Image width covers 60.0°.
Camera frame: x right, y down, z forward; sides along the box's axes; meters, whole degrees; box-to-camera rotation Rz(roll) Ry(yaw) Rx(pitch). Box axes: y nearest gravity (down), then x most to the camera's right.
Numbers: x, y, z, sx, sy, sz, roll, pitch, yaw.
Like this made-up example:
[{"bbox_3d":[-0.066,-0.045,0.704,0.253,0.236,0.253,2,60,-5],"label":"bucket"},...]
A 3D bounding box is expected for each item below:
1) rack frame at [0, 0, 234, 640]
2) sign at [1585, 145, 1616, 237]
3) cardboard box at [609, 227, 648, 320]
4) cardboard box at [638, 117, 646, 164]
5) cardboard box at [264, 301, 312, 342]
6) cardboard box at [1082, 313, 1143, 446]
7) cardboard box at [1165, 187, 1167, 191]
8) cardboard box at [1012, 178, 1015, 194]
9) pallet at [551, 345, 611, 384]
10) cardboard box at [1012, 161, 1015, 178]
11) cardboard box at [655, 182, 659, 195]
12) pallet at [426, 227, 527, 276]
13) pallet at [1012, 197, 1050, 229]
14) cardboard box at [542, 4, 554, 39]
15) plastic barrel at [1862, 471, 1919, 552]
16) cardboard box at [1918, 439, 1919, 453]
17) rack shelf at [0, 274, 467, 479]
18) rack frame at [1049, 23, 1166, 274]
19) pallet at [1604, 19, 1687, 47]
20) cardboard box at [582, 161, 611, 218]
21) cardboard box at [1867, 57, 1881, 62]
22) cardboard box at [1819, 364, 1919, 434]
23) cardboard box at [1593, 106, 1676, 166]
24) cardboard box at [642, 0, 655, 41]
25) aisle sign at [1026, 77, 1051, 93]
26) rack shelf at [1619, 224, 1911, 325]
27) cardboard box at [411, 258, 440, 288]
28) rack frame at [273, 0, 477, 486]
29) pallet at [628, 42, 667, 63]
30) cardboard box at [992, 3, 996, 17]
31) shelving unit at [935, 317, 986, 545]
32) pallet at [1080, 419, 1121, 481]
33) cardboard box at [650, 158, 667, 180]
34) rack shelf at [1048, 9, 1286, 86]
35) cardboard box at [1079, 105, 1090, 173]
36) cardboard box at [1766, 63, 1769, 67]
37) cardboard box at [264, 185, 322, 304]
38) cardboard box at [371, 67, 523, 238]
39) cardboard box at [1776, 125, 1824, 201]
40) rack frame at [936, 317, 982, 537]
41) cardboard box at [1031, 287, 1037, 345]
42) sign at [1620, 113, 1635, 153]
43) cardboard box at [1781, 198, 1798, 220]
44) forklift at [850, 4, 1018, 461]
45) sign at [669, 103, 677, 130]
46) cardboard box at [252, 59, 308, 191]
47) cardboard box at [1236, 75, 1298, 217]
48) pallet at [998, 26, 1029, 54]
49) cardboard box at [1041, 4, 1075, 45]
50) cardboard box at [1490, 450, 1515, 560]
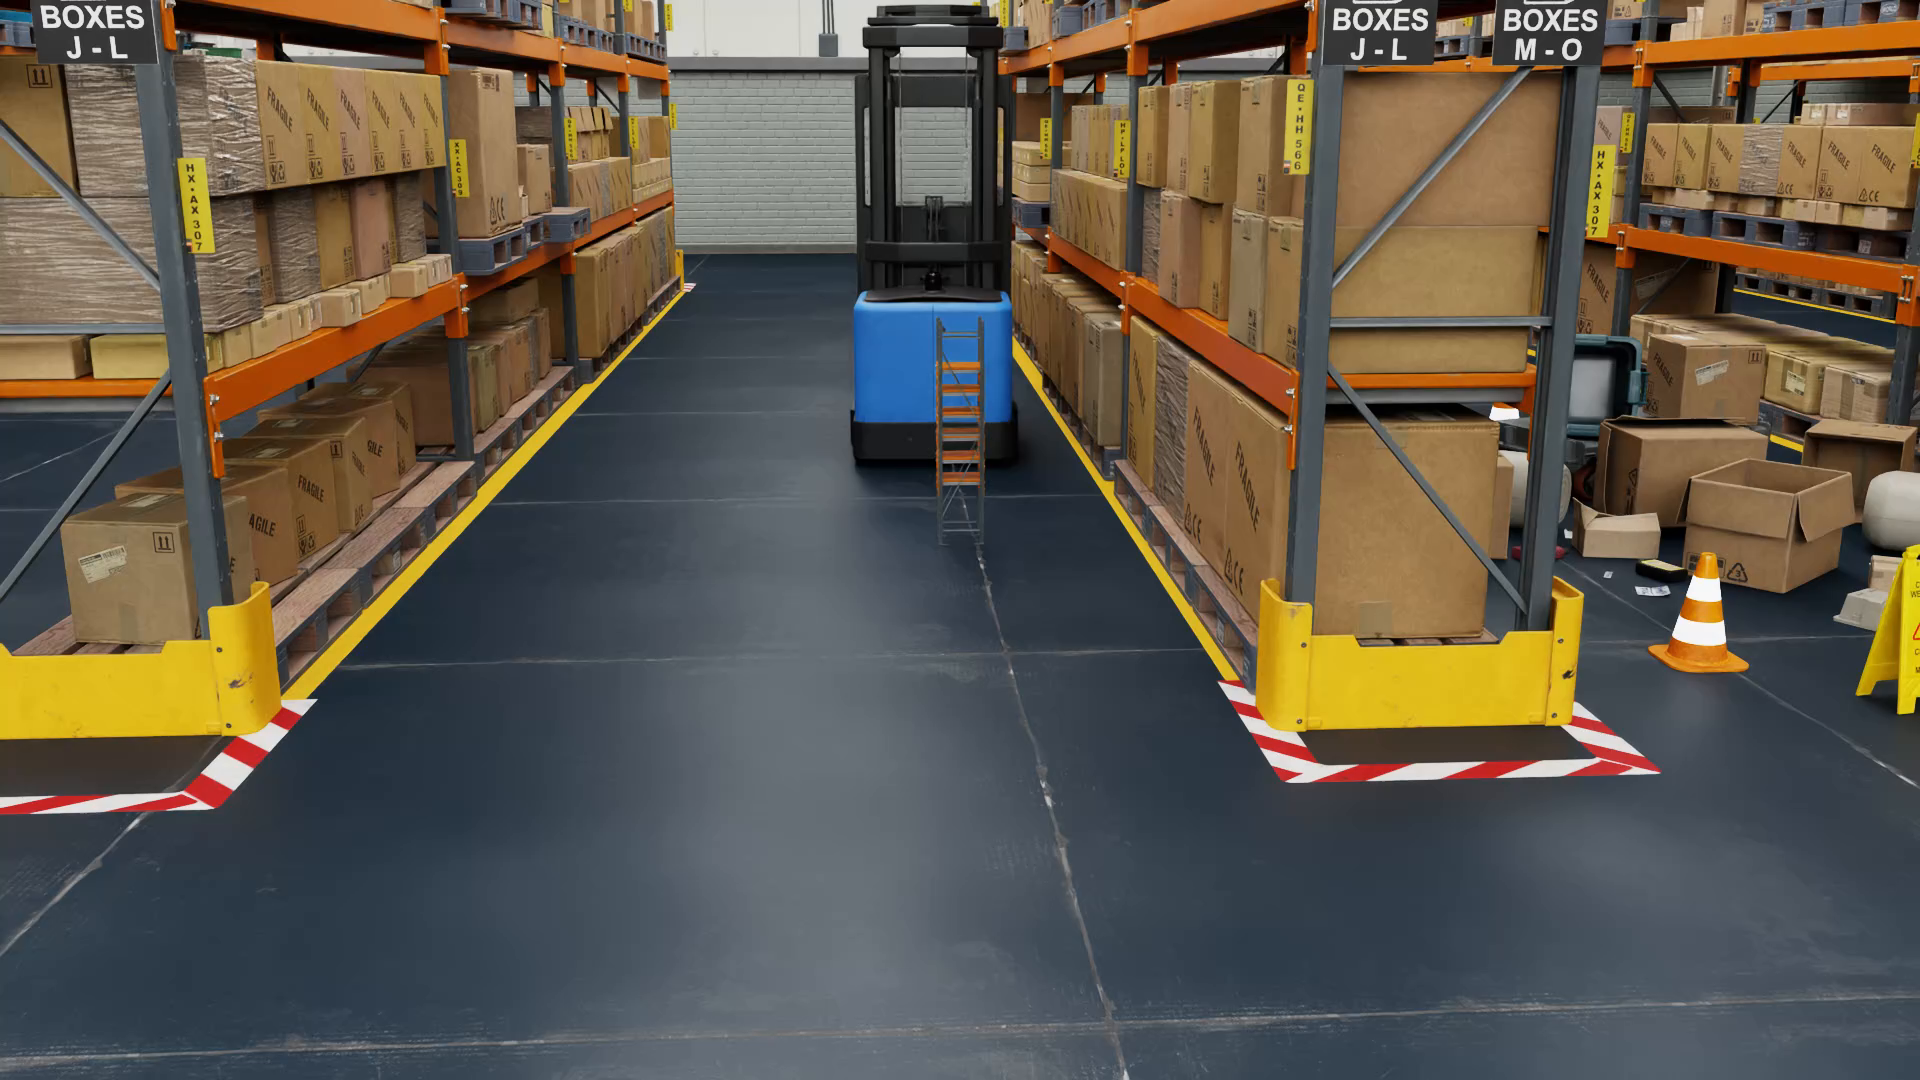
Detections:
[{"bbox_3d":[-3.212,-0.740,5.882,1.000,3.000,0.127,-1,14,-3],"label":"rack frame"},{"bbox_3d":[2.299,-1.256,5.992,0.100,0.325,0.005,-1,14,-3],"label":"sign"},{"bbox_3d":[-3.896,-2.740,17.076,1.225,0.875,0.875,-1,14,-3],"label":"cardboard box"},{"bbox_3d":[-3.753,-4.405,18.324,0.500,0.500,0.500,-1,14,-3],"label":"cardboard box"},{"bbox_3d":[-3.033,-0.942,7.171,0.380,0.149,0.250,-1,14,-3],"label":"cardboard box"},{"bbox_3d":[1.369,-1.053,10.771,1.050,0.750,0.750,-1,14,-4],"label":"cardboard box"},{"bbox_3d":[1.588,-1.631,9.044,0.875,0.550,0.550,-1,14,-3],"label":"cardboard box"},{"bbox_3d":[0.685,-3.297,15.483,0.380,0.149,0.250,0,14,-2],"label":"cardboard box"},{"bbox_3d":[-3.681,-1.576,14.729,1.003,0.211,1.213,-1,14,-3],"label":"pallet"},{"bbox_3d":[0.682,-3.443,15.454,0.380,0.149,0.250,-1,14,-2],"label":"cardboard box"},{"bbox_3d":[-3.758,-4.134,19.577,0.380,0.149,0.250,-1,14,-2],"label":"cardboard box"},{"bbox_3d":[-3.362,-1.834,10.520,1.003,0.211,1.213,-1,14,-3],"label":"pallet"},{"bbox_3d":[1.098,-2.864,14.521,1.213,0.211,1.003,-1,14,-3],"label":"pallet"},{"bbox_3d":[-3.434,-3.995,12.815,0.500,0.250,0.500,-1,14,-3],"label":"cardboard box"},{"bbox_3d":[5.040,-0.135,8.703,0.512,0.421,0.421,10,18,35],"label":"plastic barrel"},{"bbox_3d":[6.198,-0.609,10.047,0.500,0.250,0.500,-2,15,-6],"label":"cardboard box"},{"bbox_3d":[-3.336,-0.889,7.905,1.077,0.370,4.000,-1,14,-3],"label":"rack shelf"},{"bbox_3d":[1.249,-2.781,13.815,1.000,3.000,0.127,-1,14,-3],"label":"rack frame"},{"bbox_3d":[6.090,-4.403,14.478,1.213,0.211,1.003,0,14,-1],"label":"pallet"},{"bbox_3d":[-3.565,-3.283,15.565,0.500,0.500,0.500,-1,14,-3],"label":"cardboard box"},{"bbox_3d":[10.552,-5.499,18.862,0.380,0.149,0.250,0,14,-2],"label":"cardboard box"},{"bbox_3d":[6.396,-0.949,11.125,0.950,0.372,0.625,-1,14,-3],"label":"cardboard box"},{"bbox_3d":[5.890,-3.540,14.557,0.500,0.500,0.500,-1,14,-5],"label":"cardboard box"},{"bbox_3d":[-4.118,-6.343,20.397,0.700,0.500,0.500,-2,15,-7],"label":"cardboard box"},{"bbox_3d":[1.048,-6.052,21.312,0.394,0.787,0.004,-1,14,-3],"label":"aisle sign"},{"bbox_3d":[6.307,-2.037,12.366,1.077,0.370,4.000,-1,14,-3],"label":"rack shelf"},{"bbox_3d":[-3.147,-1.502,9.347,0.380,0.149,0.250,-1,14,-3],"label":"cardboard box"},{"bbox_3d":[-3.460,-1.735,9.749,1.000,3.000,0.127,-1,14,-3],"label":"rack frame"},{"bbox_3d":[-4.147,-5.944,20.269,1.003,0.211,1.213,-1,14,-3],"label":"pallet"},{"bbox_3d":[0.567,-6.048,18.992,0.380,0.149,0.250,-1,14,-4],"label":"cardboard box"},{"bbox_3d":[0.001,-0.577,8.863,0.258,1.200,0.189,-1,14,-3],"label":"shelving unit"},{"bbox_3d":[1.374,-0.626,11.037,1.003,0.211,1.213,-1,14,-3],"label":"pallet"},{"bbox_3d":[-3.878,-4.548,20.386,0.500,0.250,0.500,-1,14,-4],"label":"cardboard box"},{"bbox_3d":[1.373,-3.388,11.598,1.077,0.370,4.000,-1,14,-3],"label":"rack shelf"},{"bbox_3d":[1.299,-3.076,12.754,0.700,0.500,0.500,-1,14,-4],"label":"cardboard box"},{"bbox_3d":[10.470,-6.069,21.078,0.380,0.149,0.250,-1,14,-3],"label":"cardboard box"},{"bbox_3d":[-3.357,-1.317,7.328,0.875,0.500,0.500,-1,14,-3],"label":"cardboard box"},{"bbox_3d":[-3.369,-2.428,10.398,1.000,1.000,1.000,-1,14,-3],"label":"cardboard box"},{"bbox_3d":[6.115,-2.647,11.652,0.500,0.500,0.500,0,14,-2],"label":"cardboard box"},{"bbox_3d":[-0.005,-0.600,8.951,0.240,1.200,0.006,-1,14,-3],"label":"rack frame"},{"bbox_3d":[0.919,-2.063,15.196,0.500,0.500,0.500,0,14,-1],"label":"cardboard box"},{"bbox_3d":[5.629,-3.434,14.029,0.100,0.325,0.005,-1,14,-3],"label":"sign"},{"bbox_3d":[6.075,-2.347,11.790,0.380,0.149,0.250,-1,14,-3],"label":"cardboard box"},{"bbox_3d":[-0.182,-2.250,11.887,1.130,2.935,3.031,0,14,0],"label":"forklift"},{"bbox_3d":[-3.661,-5.399,21.193,0.100,0.325,0.005,-1,14,-3],"label":"sign"},{"bbox_3d":[-2.998,-1.682,6.740,0.500,0.500,0.500,-1,14,-3],"label":"cardboard box"},{"bbox_3d":[1.634,-1.615,6.816,0.875,0.550,0.550,-1,14,-3],"label":"cardboard box"},{"bbox_3d":[1.000,-4.724,15.725,1.213,0.211,1.003,-1,14,-3],"label":"pallet"},{"bbox_3d":[0.960,-4.420,13.965,0.500,0.500,0.500,-1,14,-3],"label":"cardboard box"},{"bbox_3d":[2.617,-0.207,8.821,0.500,0.500,0.500,2,15,6],"label":"cardboard box"}]
